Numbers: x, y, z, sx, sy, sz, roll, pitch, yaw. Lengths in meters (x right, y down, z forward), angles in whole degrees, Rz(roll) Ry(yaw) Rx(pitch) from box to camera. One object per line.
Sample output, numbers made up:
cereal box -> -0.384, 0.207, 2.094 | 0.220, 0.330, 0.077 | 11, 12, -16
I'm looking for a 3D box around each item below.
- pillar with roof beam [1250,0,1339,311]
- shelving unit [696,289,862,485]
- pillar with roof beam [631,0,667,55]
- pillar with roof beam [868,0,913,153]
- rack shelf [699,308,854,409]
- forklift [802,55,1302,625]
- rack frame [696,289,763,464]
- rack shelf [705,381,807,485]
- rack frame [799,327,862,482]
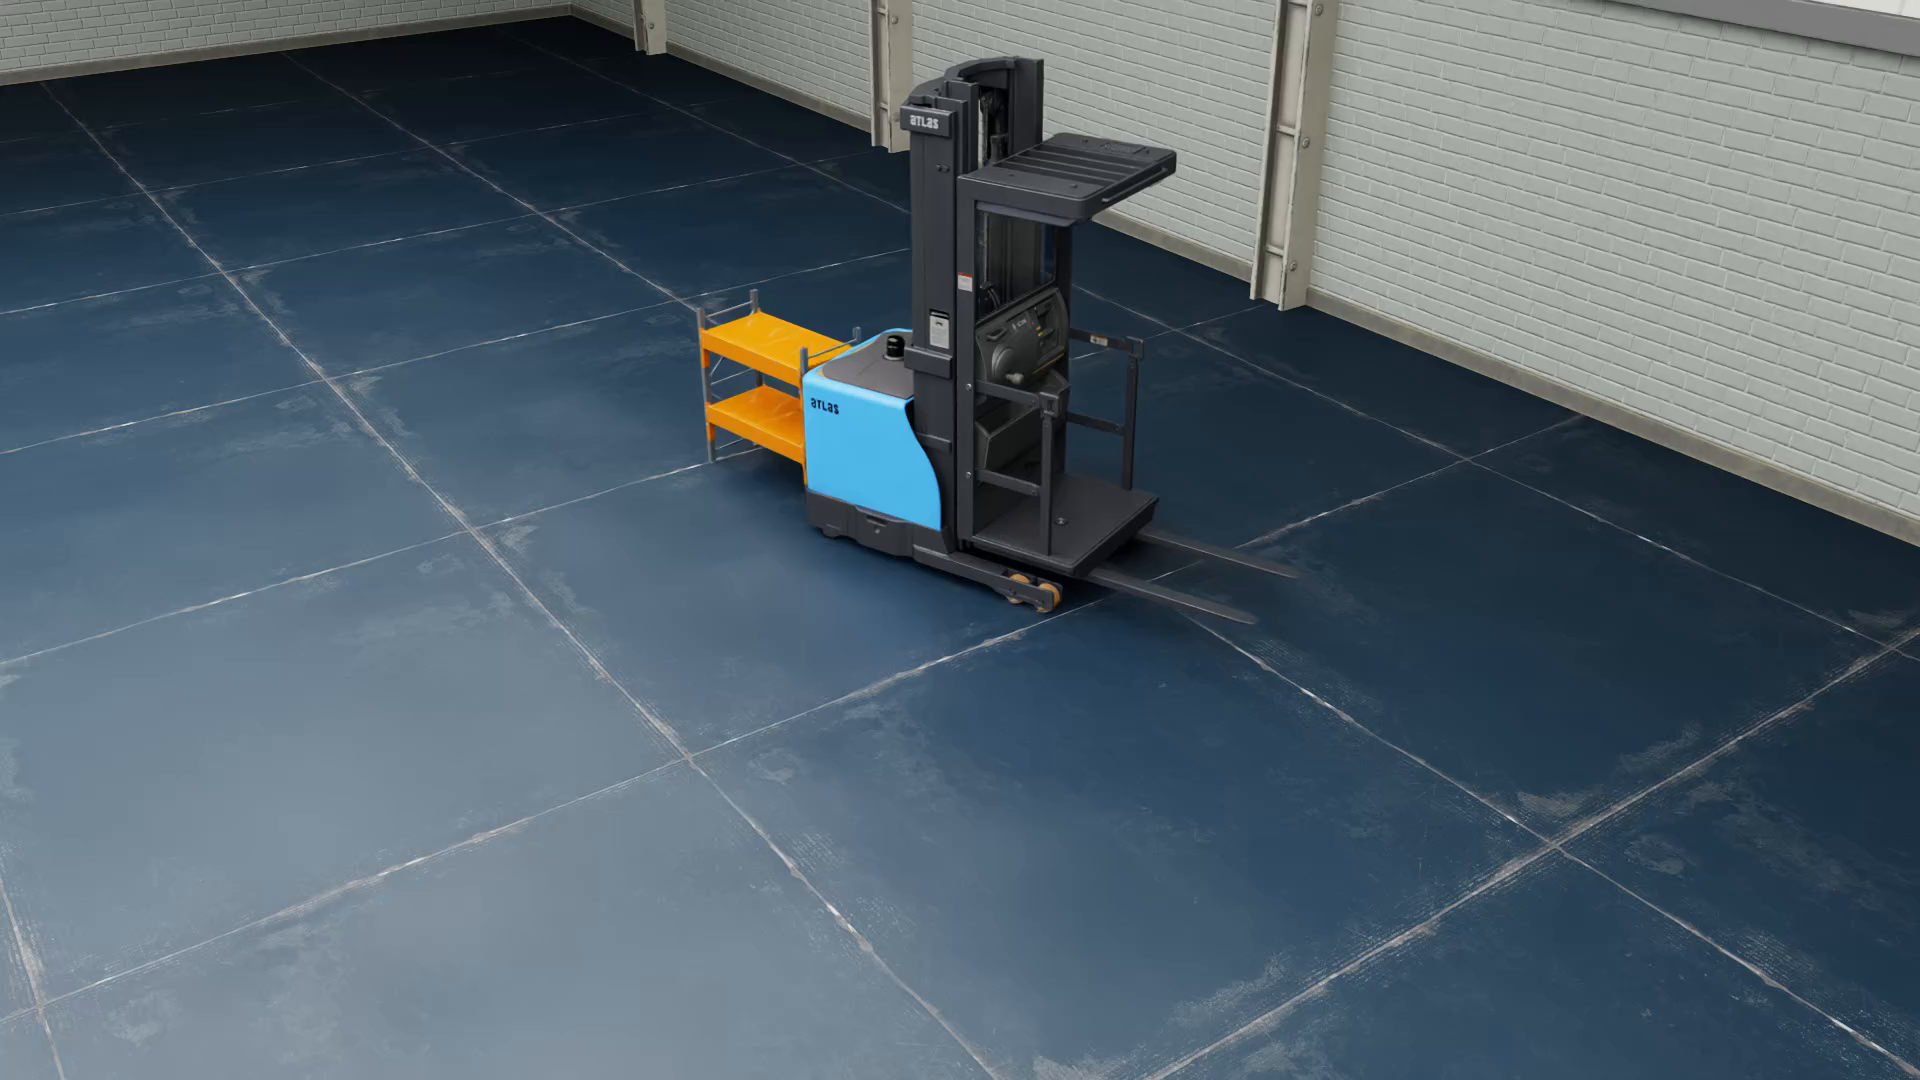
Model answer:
pillar with roof beam -> -0.778, -4.813, 9.910 | 9.100, 9.000, 0.400 | -19, 34, -31
shelving unit -> -1.182, -0.944, 11.037 | 1.048, 1.125, 0.538 | 24, 37, 37
pillar with roof beam -> -7.738, -9.478, 18.500 | 9.100, 9.000, 0.400 | -19, 34, -31
pillar with roof beam -> -4.258, -7.146, 14.205 | 9.100, 9.000, 0.400 | -19, 34, -31
rack shelf -> -1.182, -1.202, 10.897 | 1.000, 0.278, 0.538 | 24, 37, 37
forklift -> 0.539, -1.157, 9.535 | 3.031, 2.935, 1.130 | 17, 33, 29
rack frame -> -1.550, -1.112, 11.345 | 0.032, 1.125, 0.500 | 24, 37, 37
rack shelf -> -1.182, -0.730, 11.154 | 1.000, 0.278, 0.538 | 24, 37, 37
rack frame -> -0.814, -0.777, 10.729 | 0.032, 1.125, 0.500 | 24, 37, 37
